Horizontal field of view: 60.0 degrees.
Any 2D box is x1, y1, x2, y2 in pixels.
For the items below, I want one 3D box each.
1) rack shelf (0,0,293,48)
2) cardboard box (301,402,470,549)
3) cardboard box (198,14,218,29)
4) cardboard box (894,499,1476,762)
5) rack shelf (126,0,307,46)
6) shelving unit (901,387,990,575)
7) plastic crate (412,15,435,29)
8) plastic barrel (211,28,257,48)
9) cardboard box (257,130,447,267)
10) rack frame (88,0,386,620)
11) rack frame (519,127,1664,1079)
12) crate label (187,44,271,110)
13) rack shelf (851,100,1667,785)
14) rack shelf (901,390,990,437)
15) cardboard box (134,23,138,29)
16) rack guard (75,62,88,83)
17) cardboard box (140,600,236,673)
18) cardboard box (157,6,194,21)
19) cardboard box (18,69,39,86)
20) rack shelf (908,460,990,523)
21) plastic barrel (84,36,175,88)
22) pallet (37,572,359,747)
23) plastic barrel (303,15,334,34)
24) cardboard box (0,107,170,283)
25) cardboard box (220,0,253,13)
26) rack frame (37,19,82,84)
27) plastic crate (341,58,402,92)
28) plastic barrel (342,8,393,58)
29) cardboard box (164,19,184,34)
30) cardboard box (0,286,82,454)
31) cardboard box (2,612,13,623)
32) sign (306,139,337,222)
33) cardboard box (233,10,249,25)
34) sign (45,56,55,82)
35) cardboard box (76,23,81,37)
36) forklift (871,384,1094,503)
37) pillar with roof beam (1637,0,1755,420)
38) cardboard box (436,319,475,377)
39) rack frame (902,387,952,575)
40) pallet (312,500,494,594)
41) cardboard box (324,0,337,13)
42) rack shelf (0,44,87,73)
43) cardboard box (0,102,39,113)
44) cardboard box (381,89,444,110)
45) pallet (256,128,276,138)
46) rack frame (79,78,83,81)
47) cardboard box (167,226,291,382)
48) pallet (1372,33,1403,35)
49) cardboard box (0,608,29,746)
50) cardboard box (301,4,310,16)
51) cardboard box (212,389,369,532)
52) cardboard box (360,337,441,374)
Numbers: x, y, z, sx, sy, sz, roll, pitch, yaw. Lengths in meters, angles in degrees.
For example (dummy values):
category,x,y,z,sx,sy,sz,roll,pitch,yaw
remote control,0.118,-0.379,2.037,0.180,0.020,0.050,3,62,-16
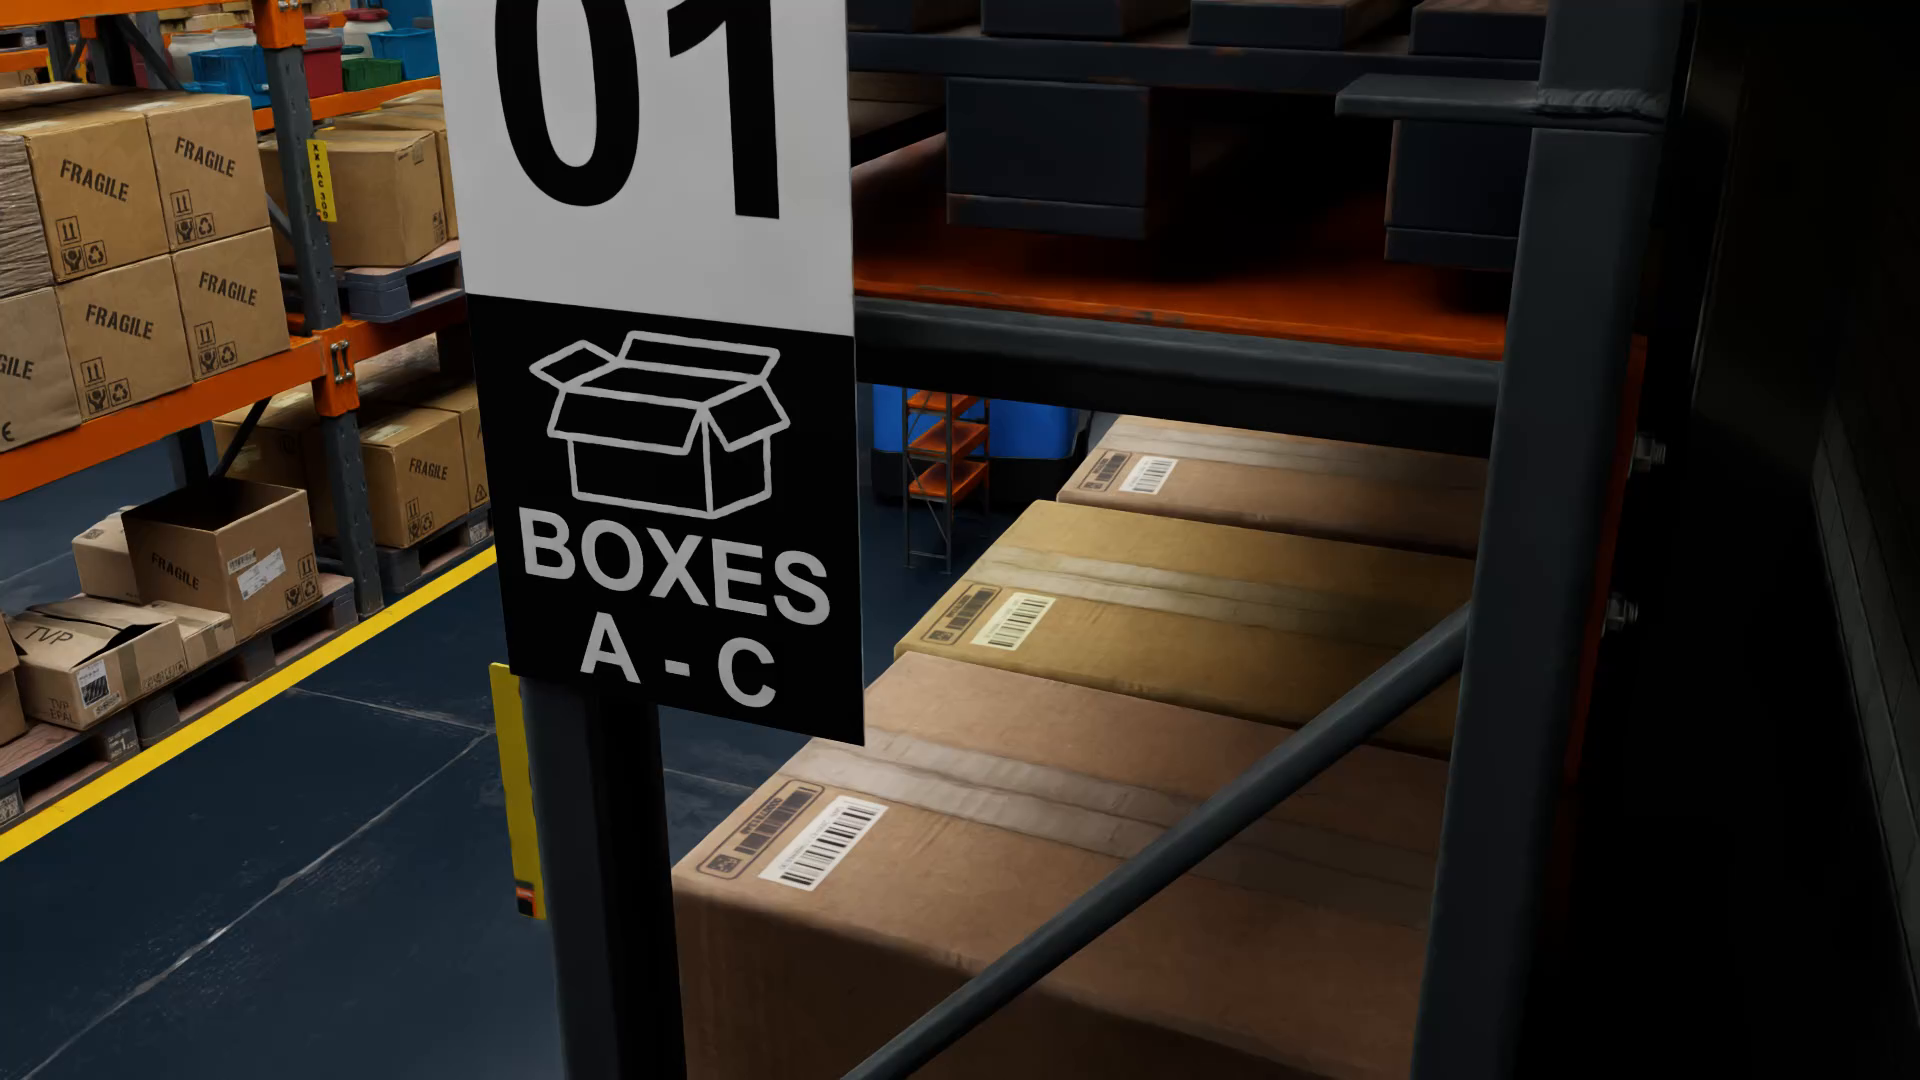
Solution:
category,x,y,z,sx,sy,sz,roll,pitch,yaw
rack shelf,-3.824,-1.459,4.892,1.077,0.370,4.000,9,24,20
cardboard box,-2.675,-0.310,7.773,0.500,0.500,0.500,8,24,18
cardboard box,-8.505,-5.774,18.507,0.380,0.149,0.250,9,24,20
cardboard box,0.474,0.433,2.934,0.980,0.700,0.700,9,24,20
rack shelf,-2.338,-2.890,8.319,1.077,0.370,4.000,9,24,20
shelving unit,-0.062,-0.494,7.877,0.258,1.200,0.503,9,24,20
plastic crate,-4.603,-4.508,15.068,0.402,0.464,0.583,9,24,20
plastic barrel,-5.853,-3.865,13.467,0.421,0.512,0.421,0,23,0
cardboard box,-2.697,-1.500,7.274,0.700,0.500,0.500,1,23,2
rack frame,-3.081,-1.122,7.045,1.000,3.000,0.127,9,24,20
rack frame,0.034,1.017,1.924,1.000,3.000,0.127,9,24,20
crate label,-5.573,-3.597,12.925,0.502,0.435,0.616,9,24,20
rack shelf,0.777,-0.751,3.198,1.077,0.370,4.000,9,24,20
rack shelf,-0.062,-0.639,7.817,0.258,0.148,0.480,9,24,20
cardboard box,-8.841,-5.410,17.637,0.380,0.149,0.250,9,24,20
rack guard,-12.378,-6.438,23.014,1.175,0.500,0.348,9,24,20
cardboard box,-3.113,0.377,6.583,0.380,0.149,0.250,9,24,20
cardboard box,-8.863,-5.914,18.002,0.875,0.500,0.500,9,24,20
cardboard box,-12.578,-6.544,22.236,0.875,0.875,0.875,9,24,20
rack shelf,-0.061,-0.249,7.979,0.258,0.148,0.480,9,24,20
plastic barrel,-6.302,-3.537,12.648,0.600,0.536,0.708,9,24,20
pallet,-3.337,0.410,6.995,1.003,0.211,1.213,9,24,20
plastic barrel,-5.538,-4.185,14.201,0.433,0.535,0.433,0,23,0
cardboard box,-3.216,-1.228,5.872,0.500,0.500,0.500,8,24,19
cardboard box,-8.546,-6.281,18.879,0.875,0.500,0.500,9,24,20
rack frame,-9.306,-5.405,17.298,1.000,3.000,0.127,9,24,20
plastic crate,-5.092,-3.934,14.052,0.450,0.188,0.662,9,24,20
plastic barrel,-5.266,-4.447,14.829,0.433,0.535,0.433,0,23,0
cardboard box,-8.690,-5.595,18.078,0.380,0.149,0.250,9,24,20
cardboard box,-3.407,-0.584,5.627,0.500,0.500,0.500,9,24,21
cardboard box,-3.750,0.412,6.477,0.380,0.166,0.250,9,24,20
sign,-2.574,-1.447,6.699,0.100,0.325,0.005,9,24,20
cardboard box,-8.351,-5.957,18.947,0.380,0.149,0.250,9,24,20
sign,-6.706,-3.416,12.324,0.100,0.325,0.005,9,24,20
cardboard box,-9.499,-5.408,17.631,0.380,0.149,0.250,9,24,20
forklift,0.242,-2.072,9.408,1.130,2.935,3.031,3,23,7
pillar with roof beam,0.294,-5.572,9.914,9.100,9.000,0.400,9,24,20
cardboard box,-2.304,-1.014,8.485,0.500,0.250,0.500,9,24,20
rack frame,-0.152,-0.407,7.668,0.240,1.200,0.015,9,24,20
pallet,-2.814,-0.132,8.293,1.003,0.211,1.213,9,24,20
cardboard box,-7.827,-6.499,20.244,0.380,0.149,0.250,9,24,20
rack shelf,-10.048,-4.357,15.723,1.077,0.370,4.000,9,24,20
cardboard box,-3.708,-1.317,6.084,0.500,0.500,0.500,8,24,18
cardboard box,-2.482,-2.003,8.480,0.700,0.500,0.500,3,23,7
pallet,-8.637,-4.802,19.472,1.003,0.211,1.213,9,24,20
rack frame,-12.387,-7.583,22.511,1.000,3.000,0.127,9,24,20
cardboard box,-3.028,-0.953,6.510,0.500,0.500,0.500,9,24,21
pallet,0.751,-1.031,3.051,1.003,0.211,1.213,9,24,20
cardboard box,-3.774,0.500,5.830,0.797,0.503,0.637,9,24,20
cardboard box,-7.980,-6.315,19.803,0.380,0.149,0.250,9,24,20
cardboard box,-3.164,-0.390,7.963,0.500,0.500,0.500,9,24,20
cardboard box,-2.786,-0.745,8.813,0.500,0.500,0.500,9,24,21
